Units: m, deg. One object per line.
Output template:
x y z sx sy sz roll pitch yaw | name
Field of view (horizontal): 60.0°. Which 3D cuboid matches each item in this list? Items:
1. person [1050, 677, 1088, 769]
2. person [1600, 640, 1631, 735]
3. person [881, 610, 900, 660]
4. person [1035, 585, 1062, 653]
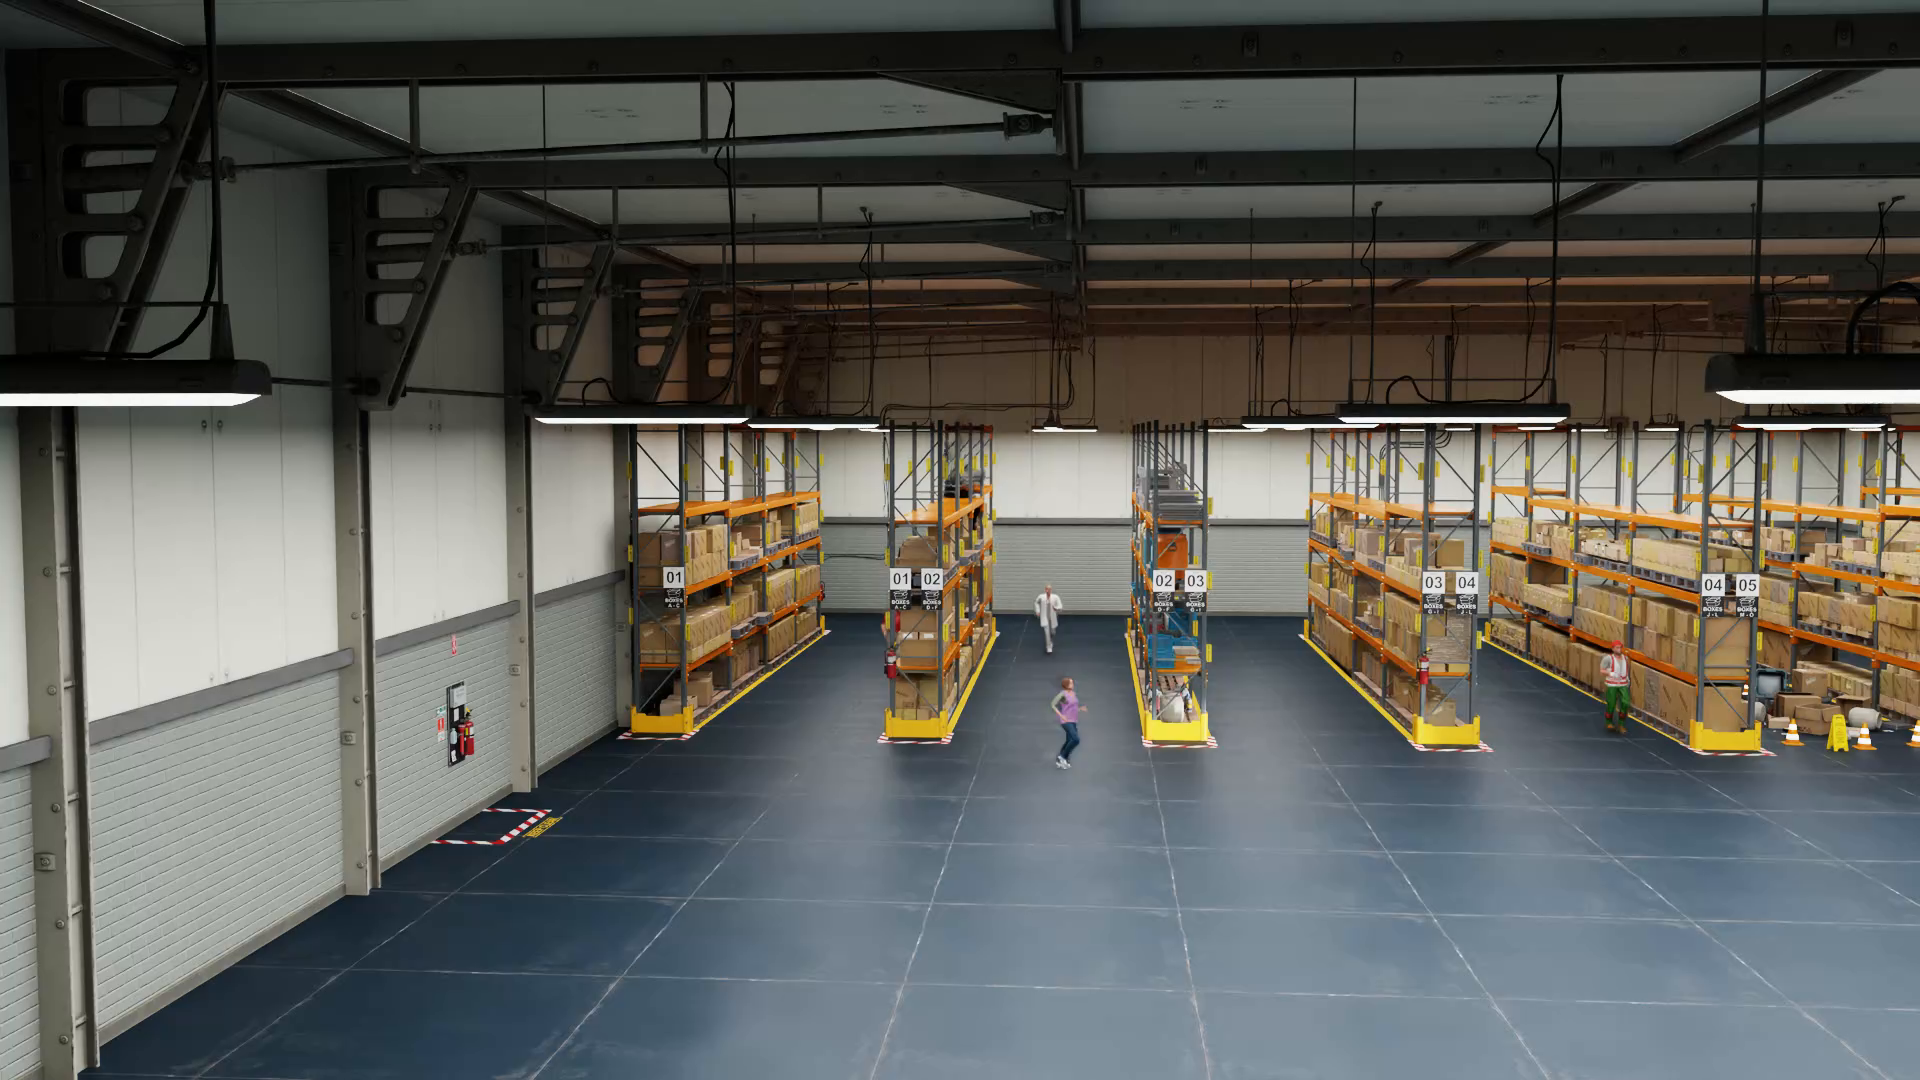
1.883 3.128 28.390 0.592 1.569 0.522 2 4 34 | person
12.560 2.827 31.838 0.635 1.825 0.749 0 4 1 | person
-1.565 2.349 40.103 0.663 1.676 0.600 0 4 -5 | person
2.330 2.058 43.787 0.710 1.756 0.954 0 4 -2 | person
